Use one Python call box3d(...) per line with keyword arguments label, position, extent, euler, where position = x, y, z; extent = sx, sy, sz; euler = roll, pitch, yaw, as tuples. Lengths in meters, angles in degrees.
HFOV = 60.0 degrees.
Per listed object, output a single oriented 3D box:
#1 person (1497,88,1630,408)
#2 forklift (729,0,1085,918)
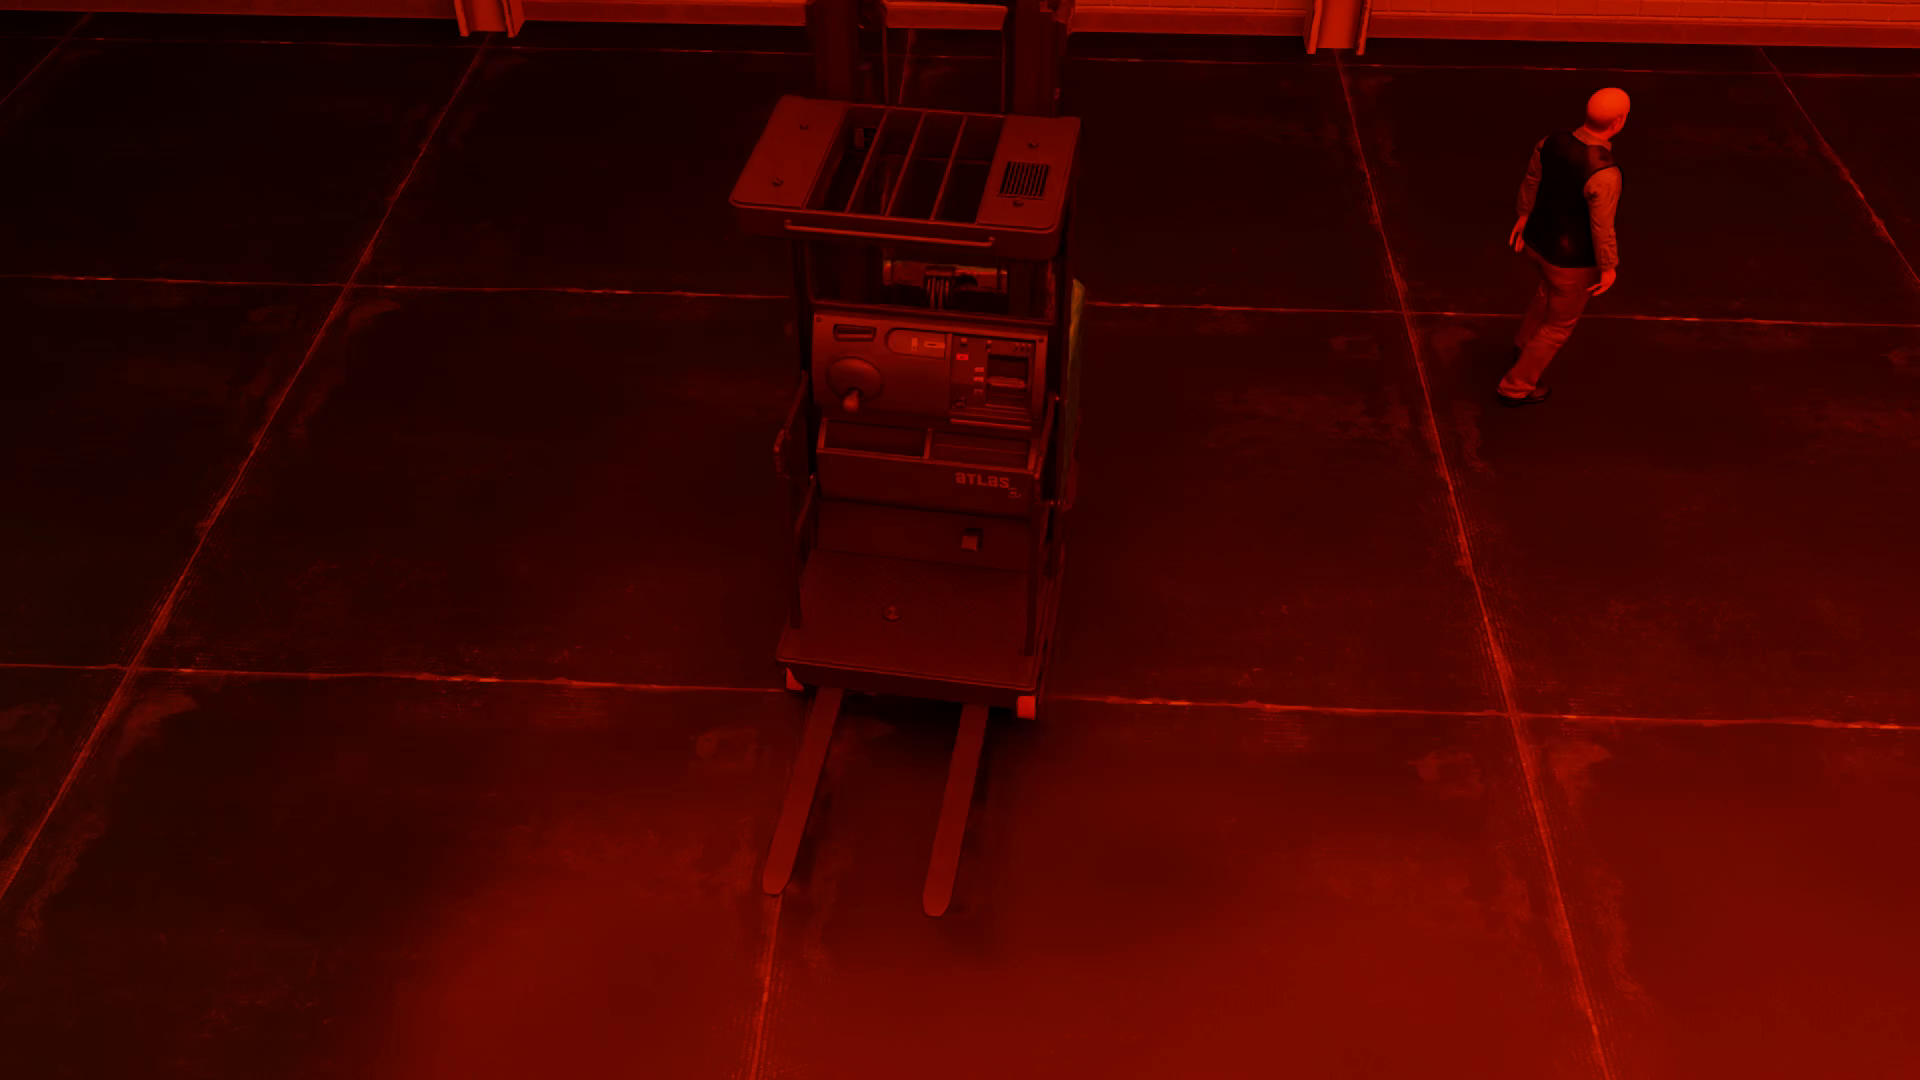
box3d(label="person", position=(3.030, -1.430, 8.268), extent=(0.540, 1.765, 0.631), euler=(-14, 44, -15))
box3d(label="forklift", position=(-0.156, -0.584, 6.381), extent=(1.130, 2.935, 3.031), euler=(6, 43, 7))
